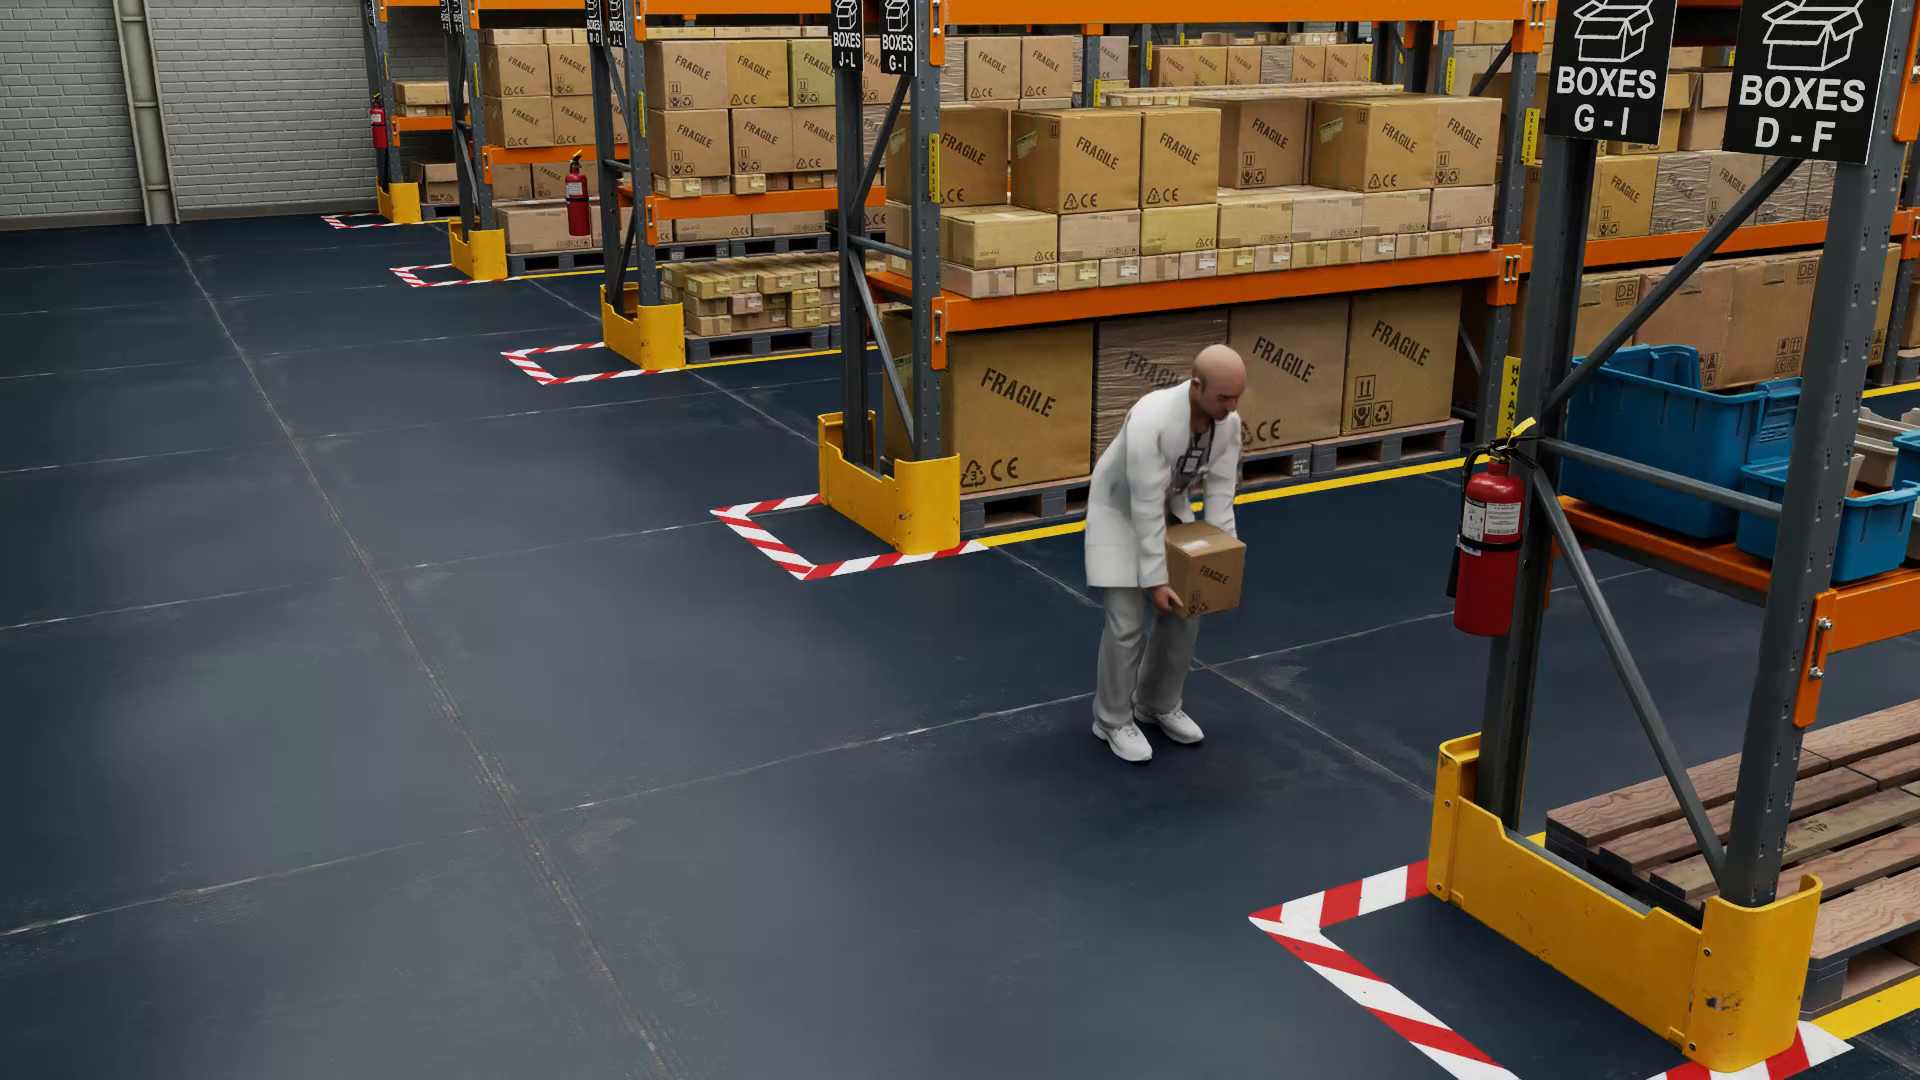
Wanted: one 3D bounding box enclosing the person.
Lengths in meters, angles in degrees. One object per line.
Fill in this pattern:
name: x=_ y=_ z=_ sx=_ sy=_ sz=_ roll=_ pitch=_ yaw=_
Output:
person: x=0.770 y=0.040 z=6.214 sx=0.540 sy=1.627 sz=0.697 roll=-10 pitch=21 yaw=-28
